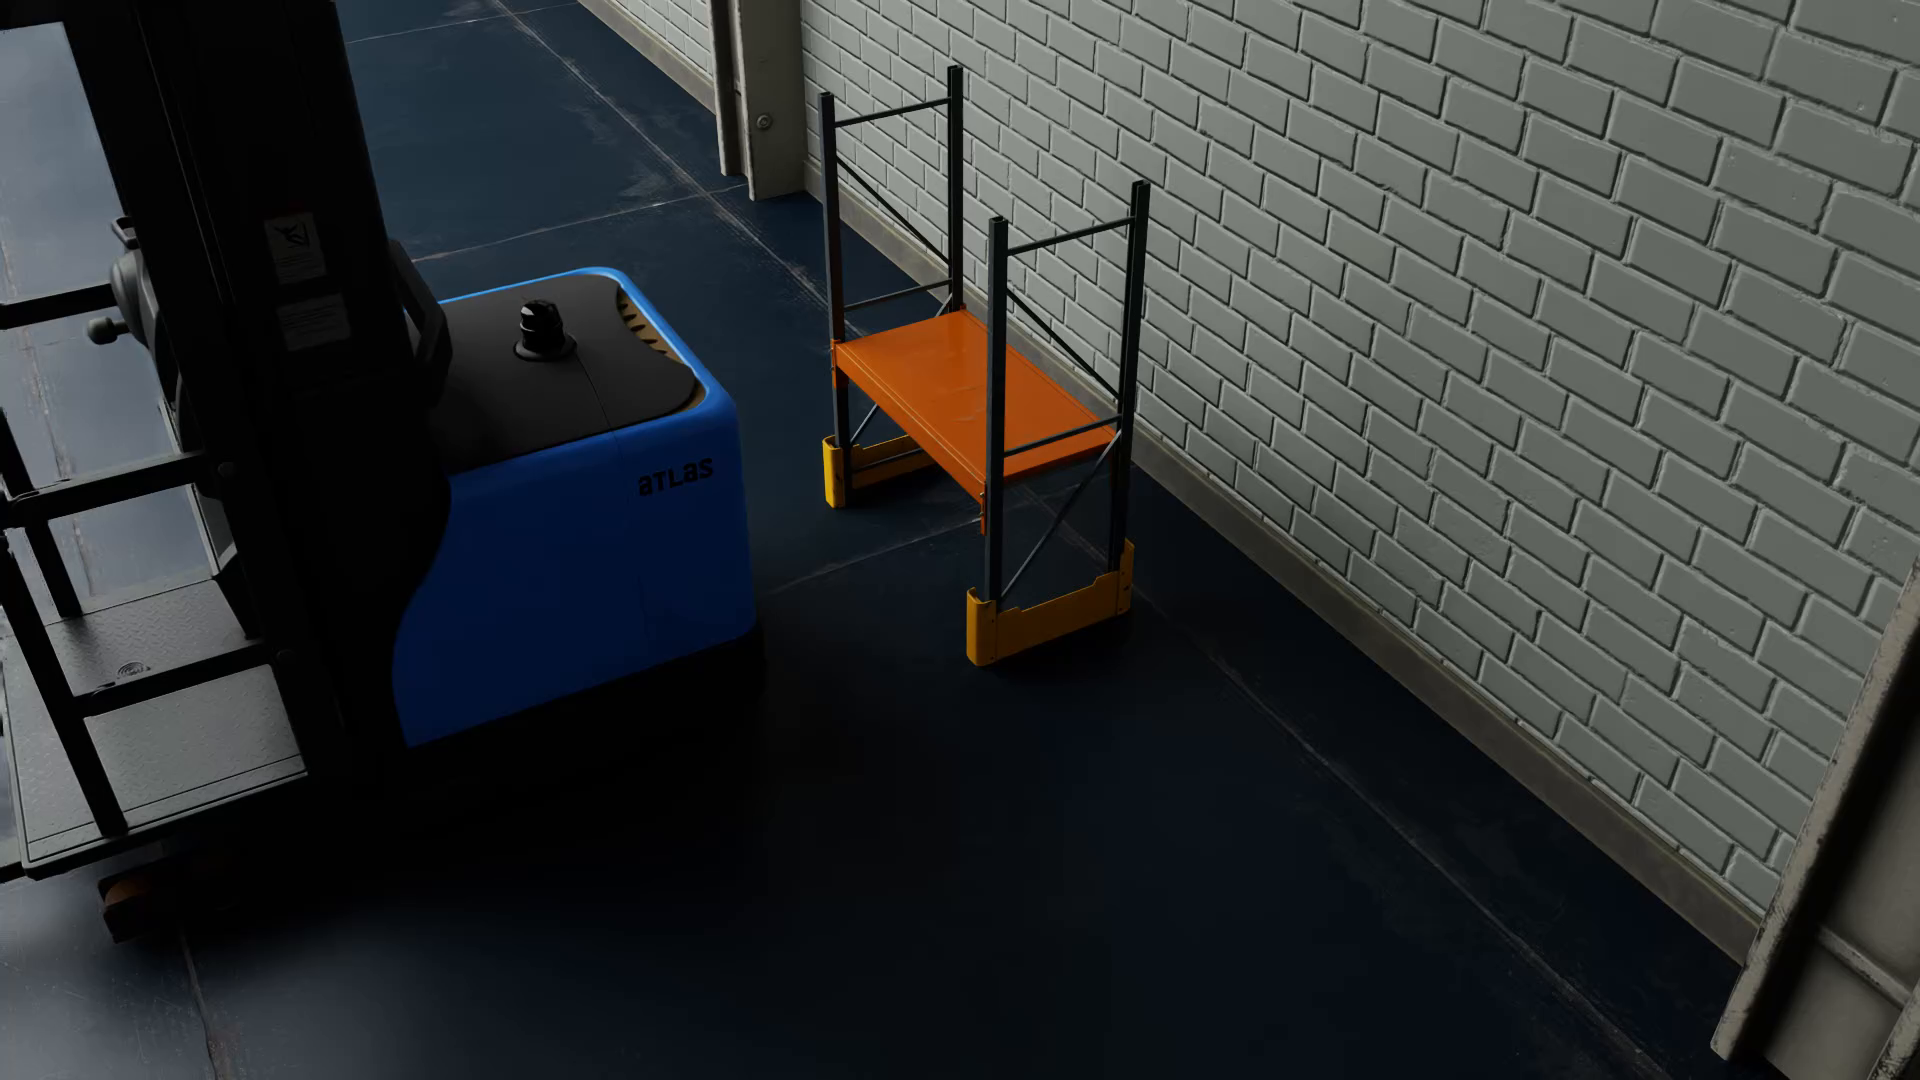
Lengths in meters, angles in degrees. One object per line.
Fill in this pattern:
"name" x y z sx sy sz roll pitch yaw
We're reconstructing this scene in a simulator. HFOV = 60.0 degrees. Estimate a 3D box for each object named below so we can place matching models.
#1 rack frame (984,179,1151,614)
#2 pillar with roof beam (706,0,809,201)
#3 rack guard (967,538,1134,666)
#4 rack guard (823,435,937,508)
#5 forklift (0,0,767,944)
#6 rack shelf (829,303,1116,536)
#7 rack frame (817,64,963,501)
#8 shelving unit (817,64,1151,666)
"rack frame" 0.298 -0.303 4.893 0.500 1.500 0.032 -19 40 -24
"pillar with roof beam" -4.677 -4.129 3.774 9.100 9.000 0.400 -19 40 -24
"rack guard" 0.288 0.192 5.275 0.587 0.250 0.087 -19 40 -24
"rack guard" -0.212 -0.316 5.971 0.587 0.250 0.087 -19 40 -24
"forklift" -2.125 -0.506 3.957 3.031 2.935 1.130 -18 40 -23
"rack shelf" 0.043 -0.417 5.354 0.538 0.185 1.000 -19 40 -24
"rack frame" -0.213 -0.821 5.603 0.500 1.500 0.032 -19 40 -24
"shelving unit" 0.038 -0.567 5.254 0.587 1.500 1.083 -19 40 -24
